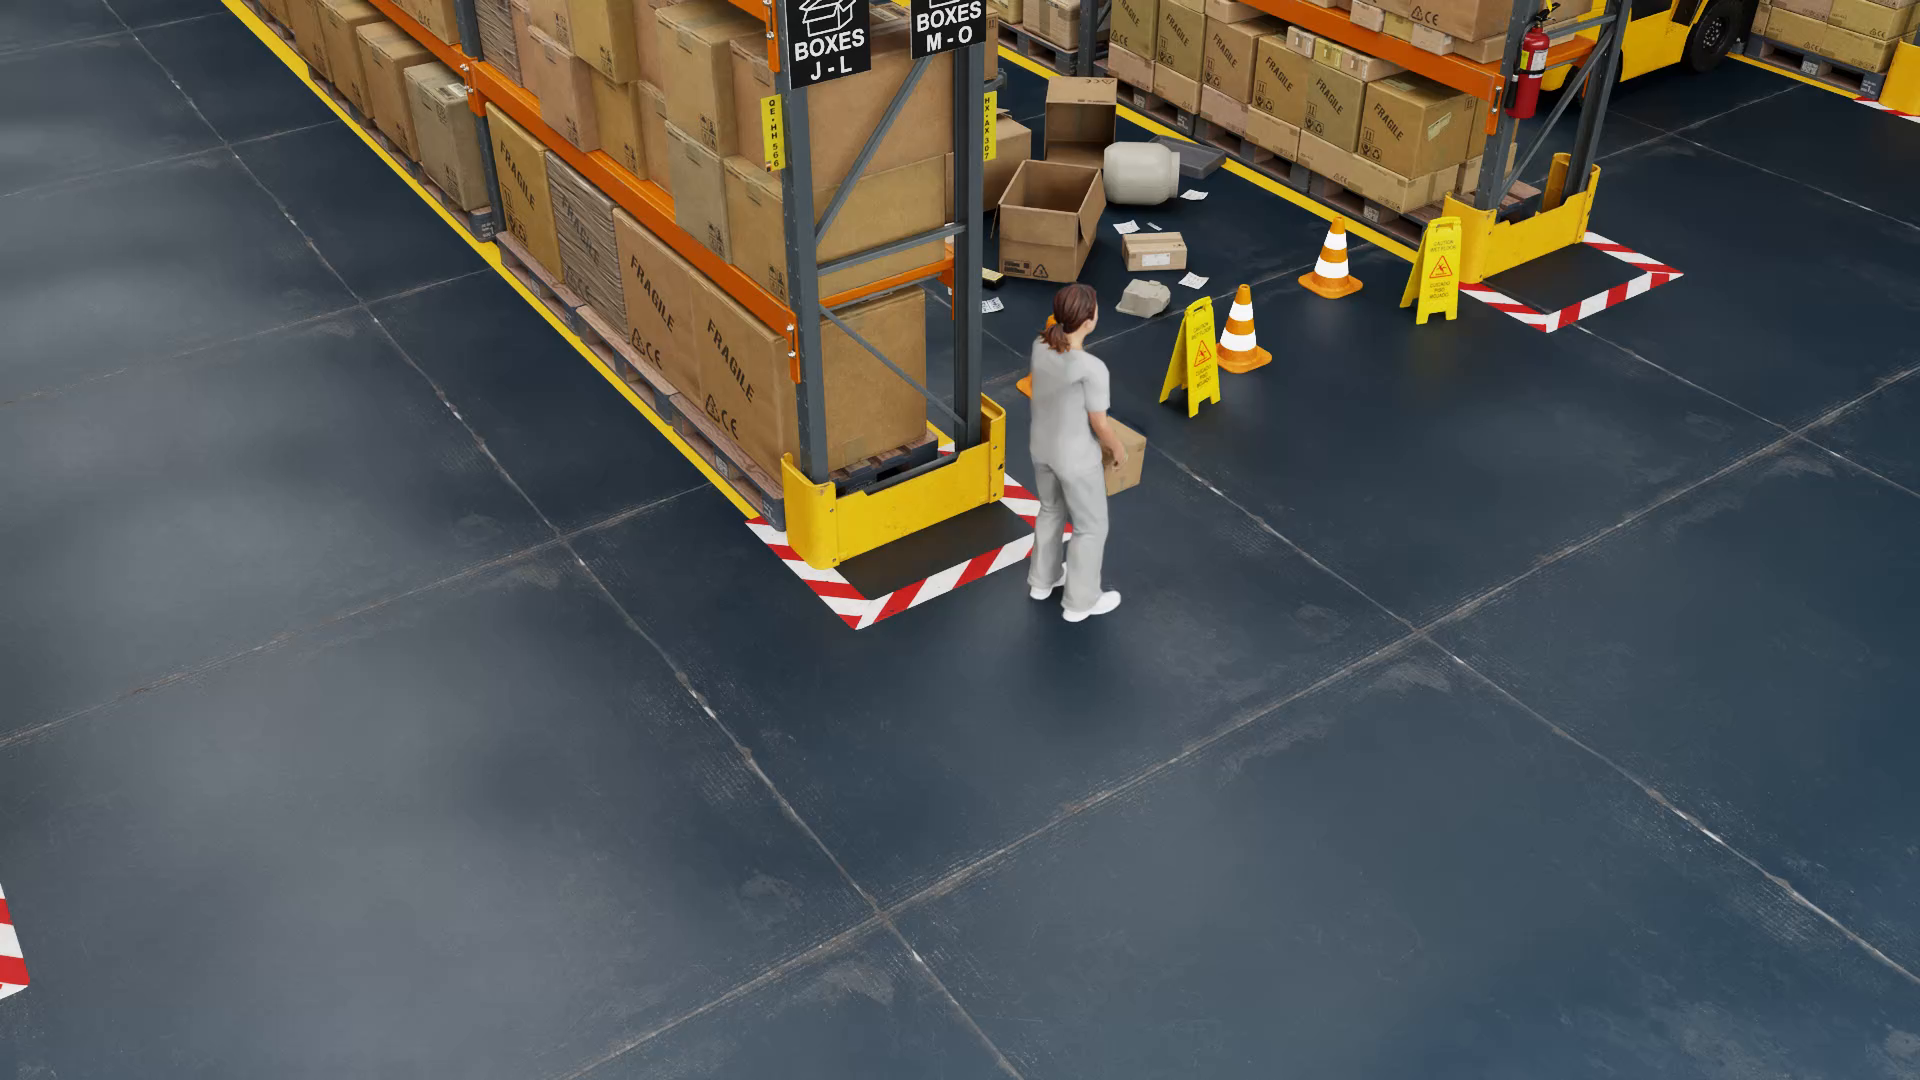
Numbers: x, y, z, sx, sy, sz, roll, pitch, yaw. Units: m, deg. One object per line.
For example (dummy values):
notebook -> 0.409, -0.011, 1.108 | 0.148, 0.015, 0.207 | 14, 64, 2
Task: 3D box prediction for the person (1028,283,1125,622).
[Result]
person -> 0.506, -0.400, 7.540 | 0.378, 1.676, 0.467 | -27, 44, -32
